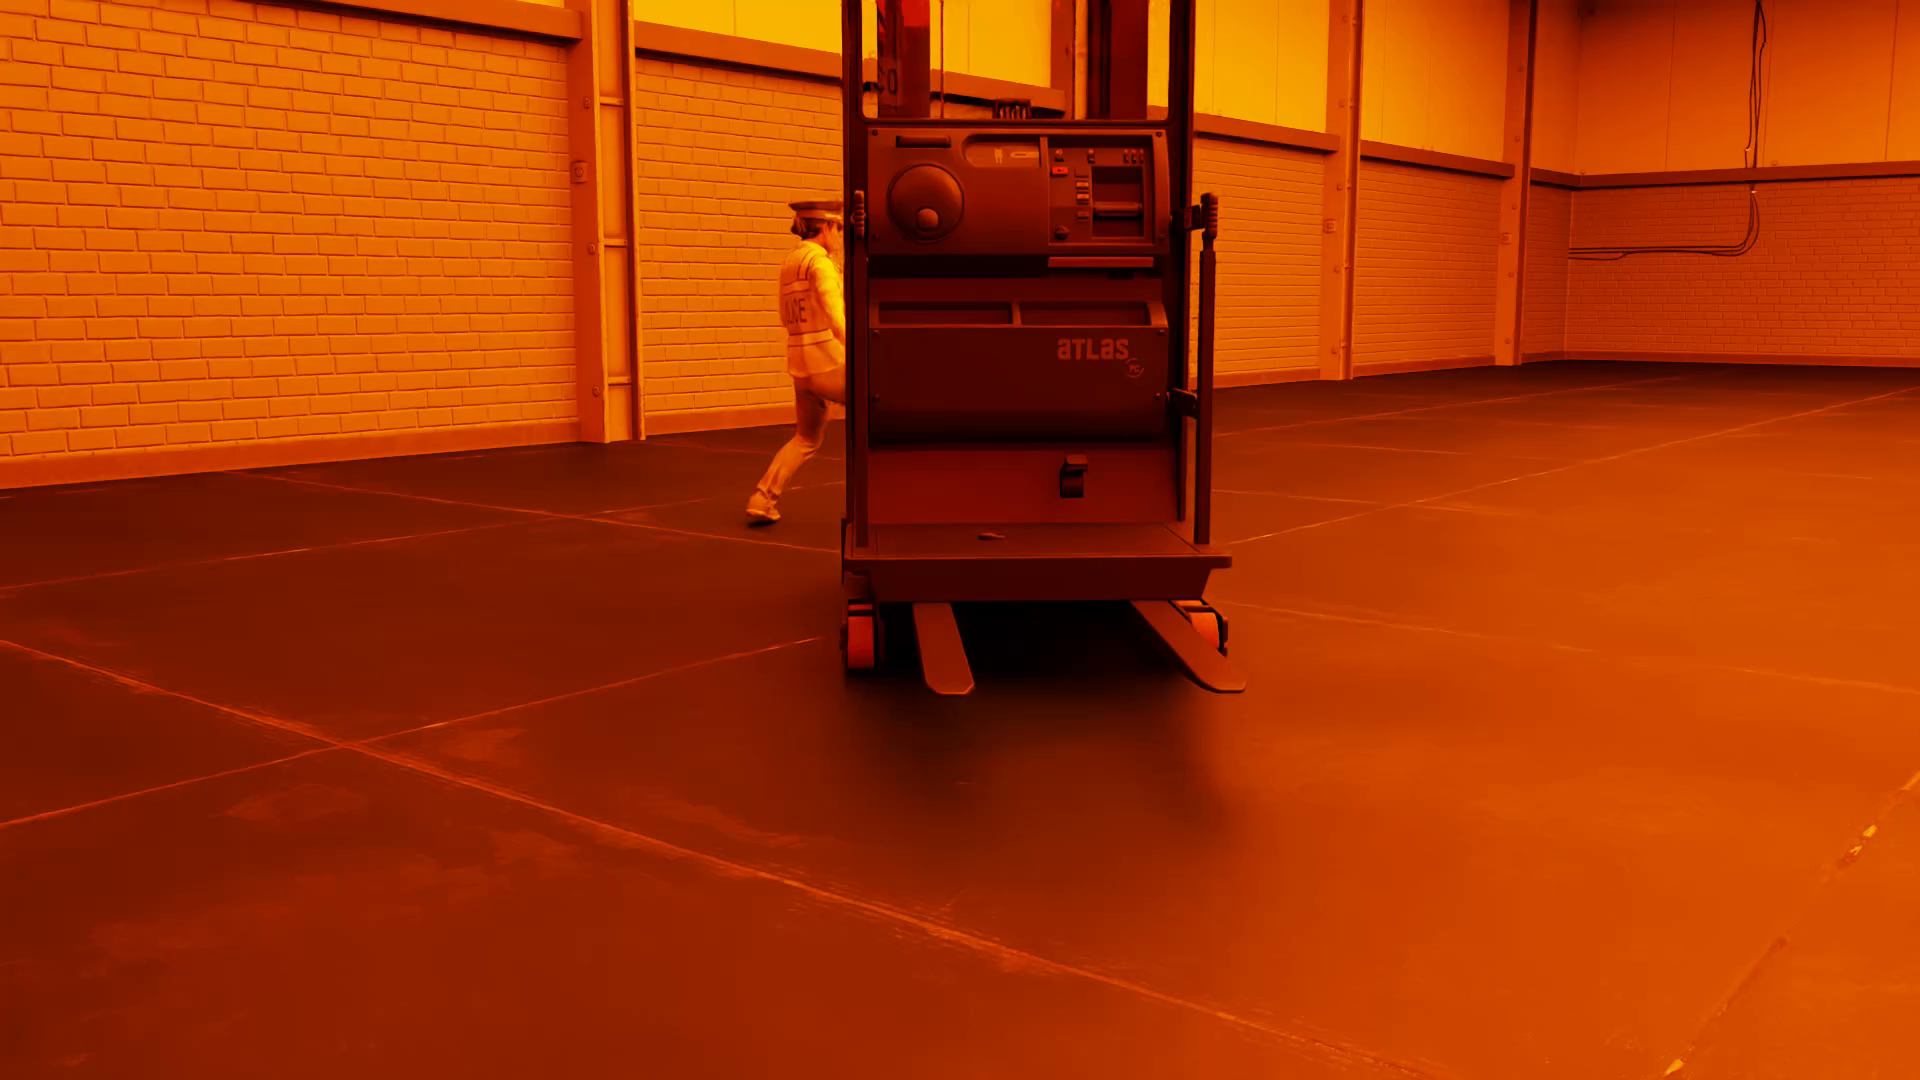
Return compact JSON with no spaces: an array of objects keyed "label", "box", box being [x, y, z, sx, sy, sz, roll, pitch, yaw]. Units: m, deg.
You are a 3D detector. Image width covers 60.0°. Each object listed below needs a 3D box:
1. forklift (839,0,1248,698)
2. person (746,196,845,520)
[{"label":"forklift","box":[0.195,-1.118,4.922,1.130,2.935,3.031,-1,8,-3]},{"label":"person","box":[-0.626,-0.817,7.677,0.645,1.511,0.880,-4,9,-28]}]
